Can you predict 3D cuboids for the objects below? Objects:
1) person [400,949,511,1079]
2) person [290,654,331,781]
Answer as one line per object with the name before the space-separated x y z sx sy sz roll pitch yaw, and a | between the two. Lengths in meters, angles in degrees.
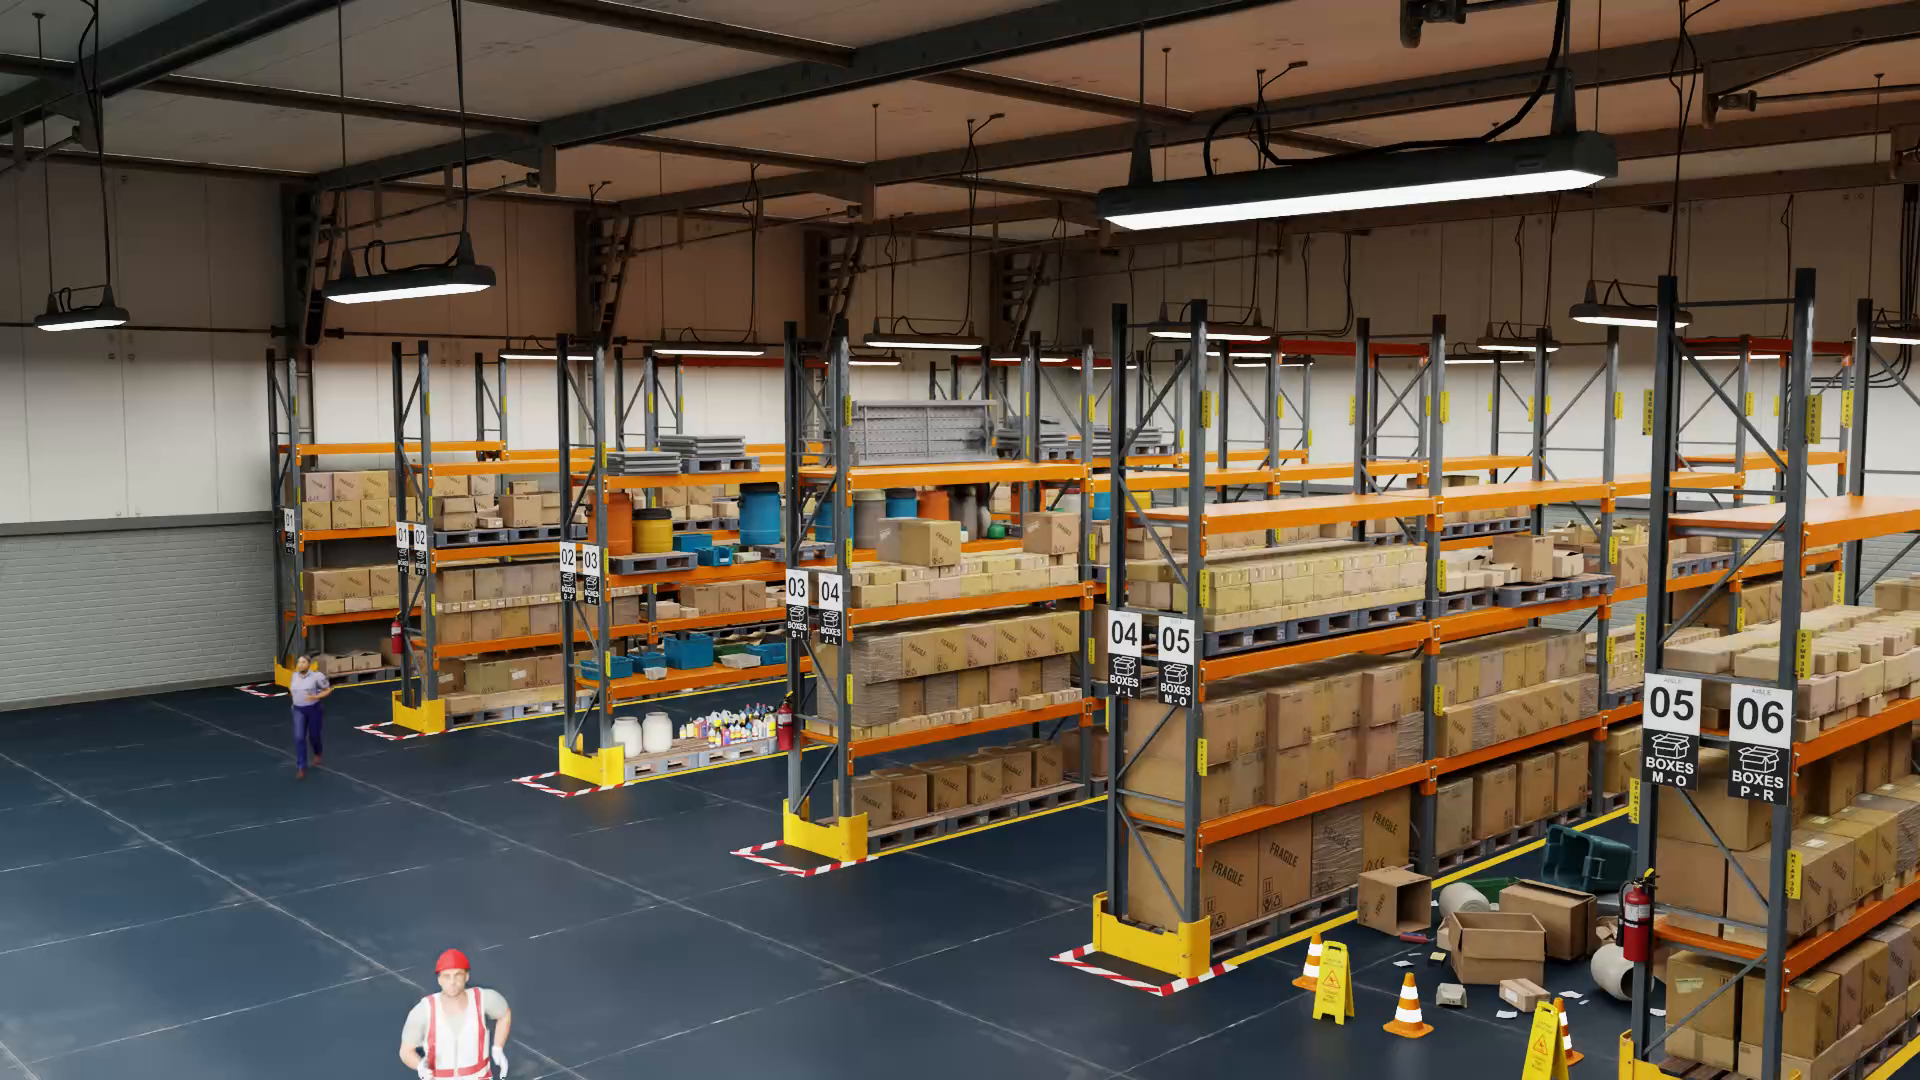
person | -3.075 3.378 10.167 0.653 1.799 0.987 -1 5 -15
person | -8.891 2.385 22.741 0.592 1.669 0.869 -1 5 -7
